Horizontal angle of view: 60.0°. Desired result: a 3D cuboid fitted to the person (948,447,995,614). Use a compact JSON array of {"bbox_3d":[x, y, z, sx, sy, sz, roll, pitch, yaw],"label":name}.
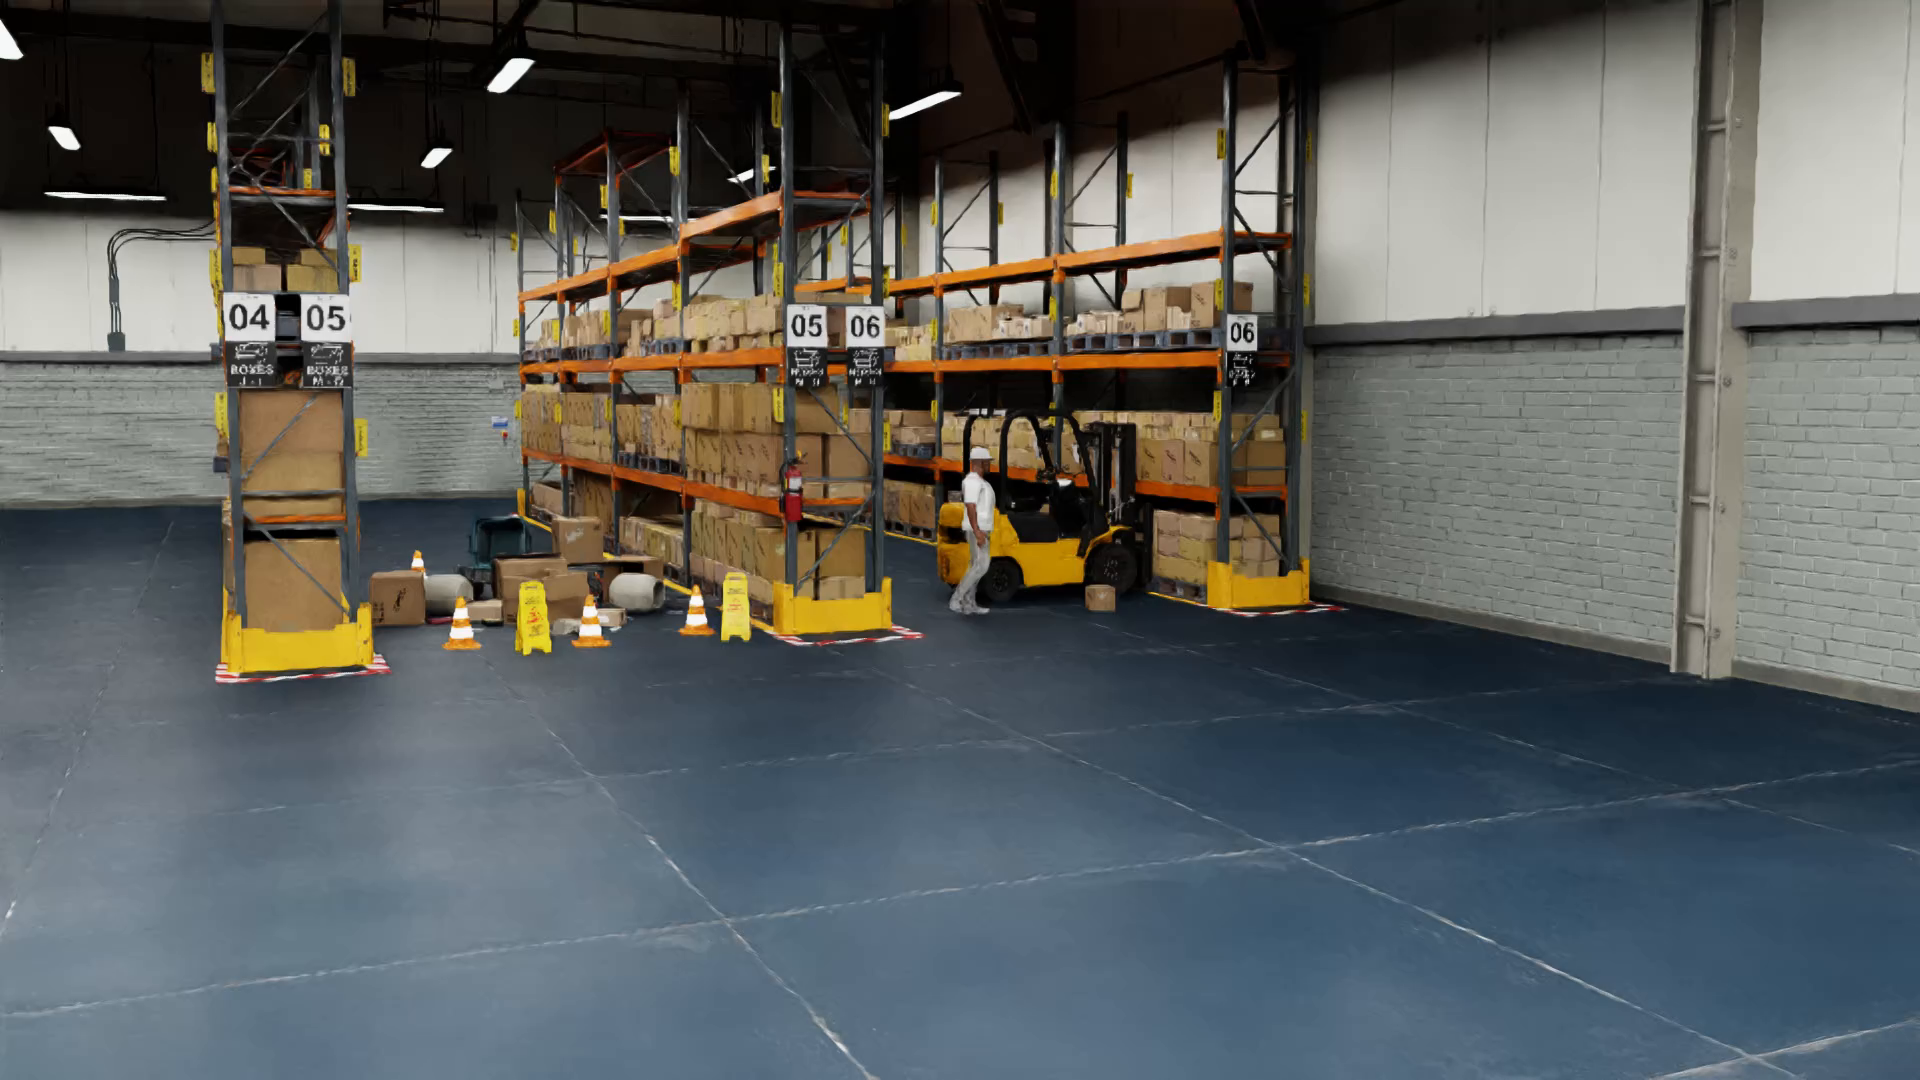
[{"bbox_3d":[0.127,-0.095,17.455,0.451,1.762,0.730,1,5,12],"label":"person"}]
